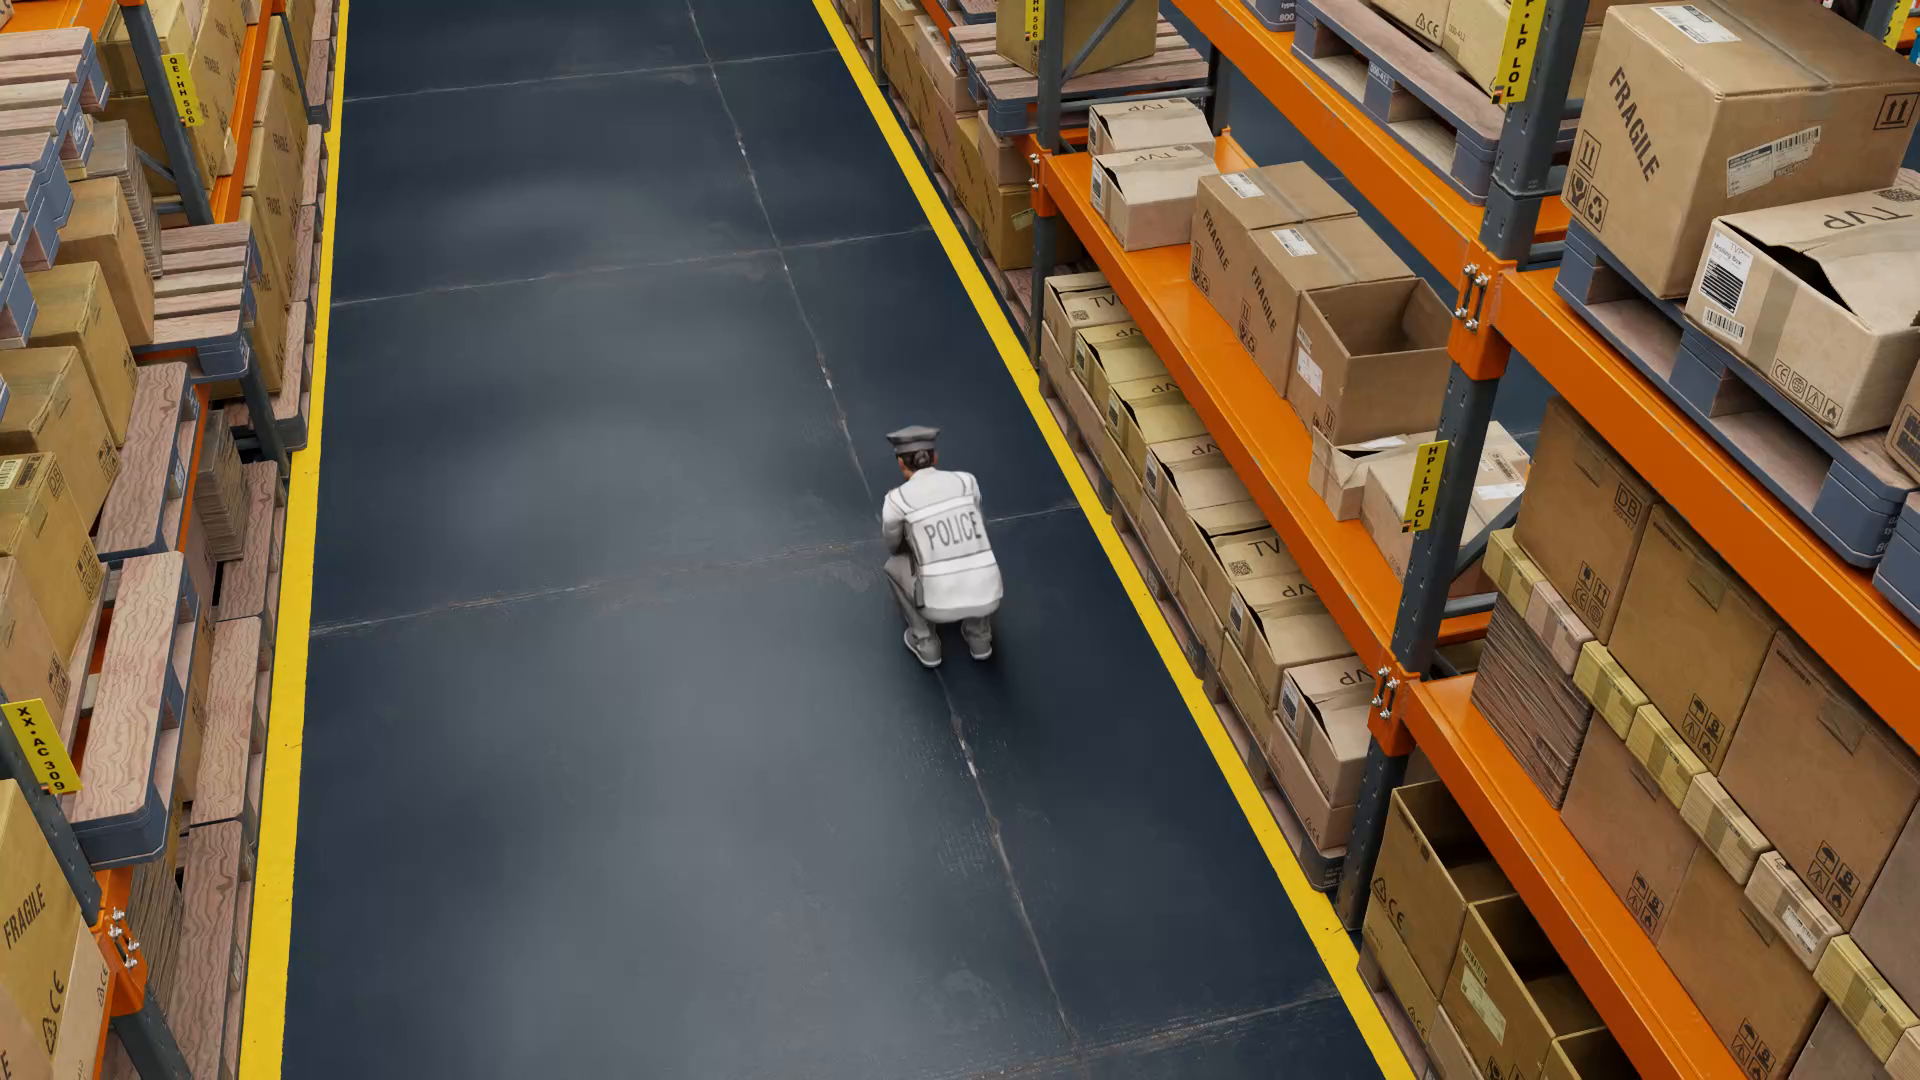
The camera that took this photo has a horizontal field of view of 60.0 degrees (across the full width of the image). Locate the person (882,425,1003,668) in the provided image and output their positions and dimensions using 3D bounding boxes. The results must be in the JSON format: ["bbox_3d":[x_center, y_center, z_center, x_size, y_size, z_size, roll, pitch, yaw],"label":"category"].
[{"bbox_3d":[-0.093,0.010,7.269,0.472,0.975,0.841,-10,39,-12],"label":"person"}]
